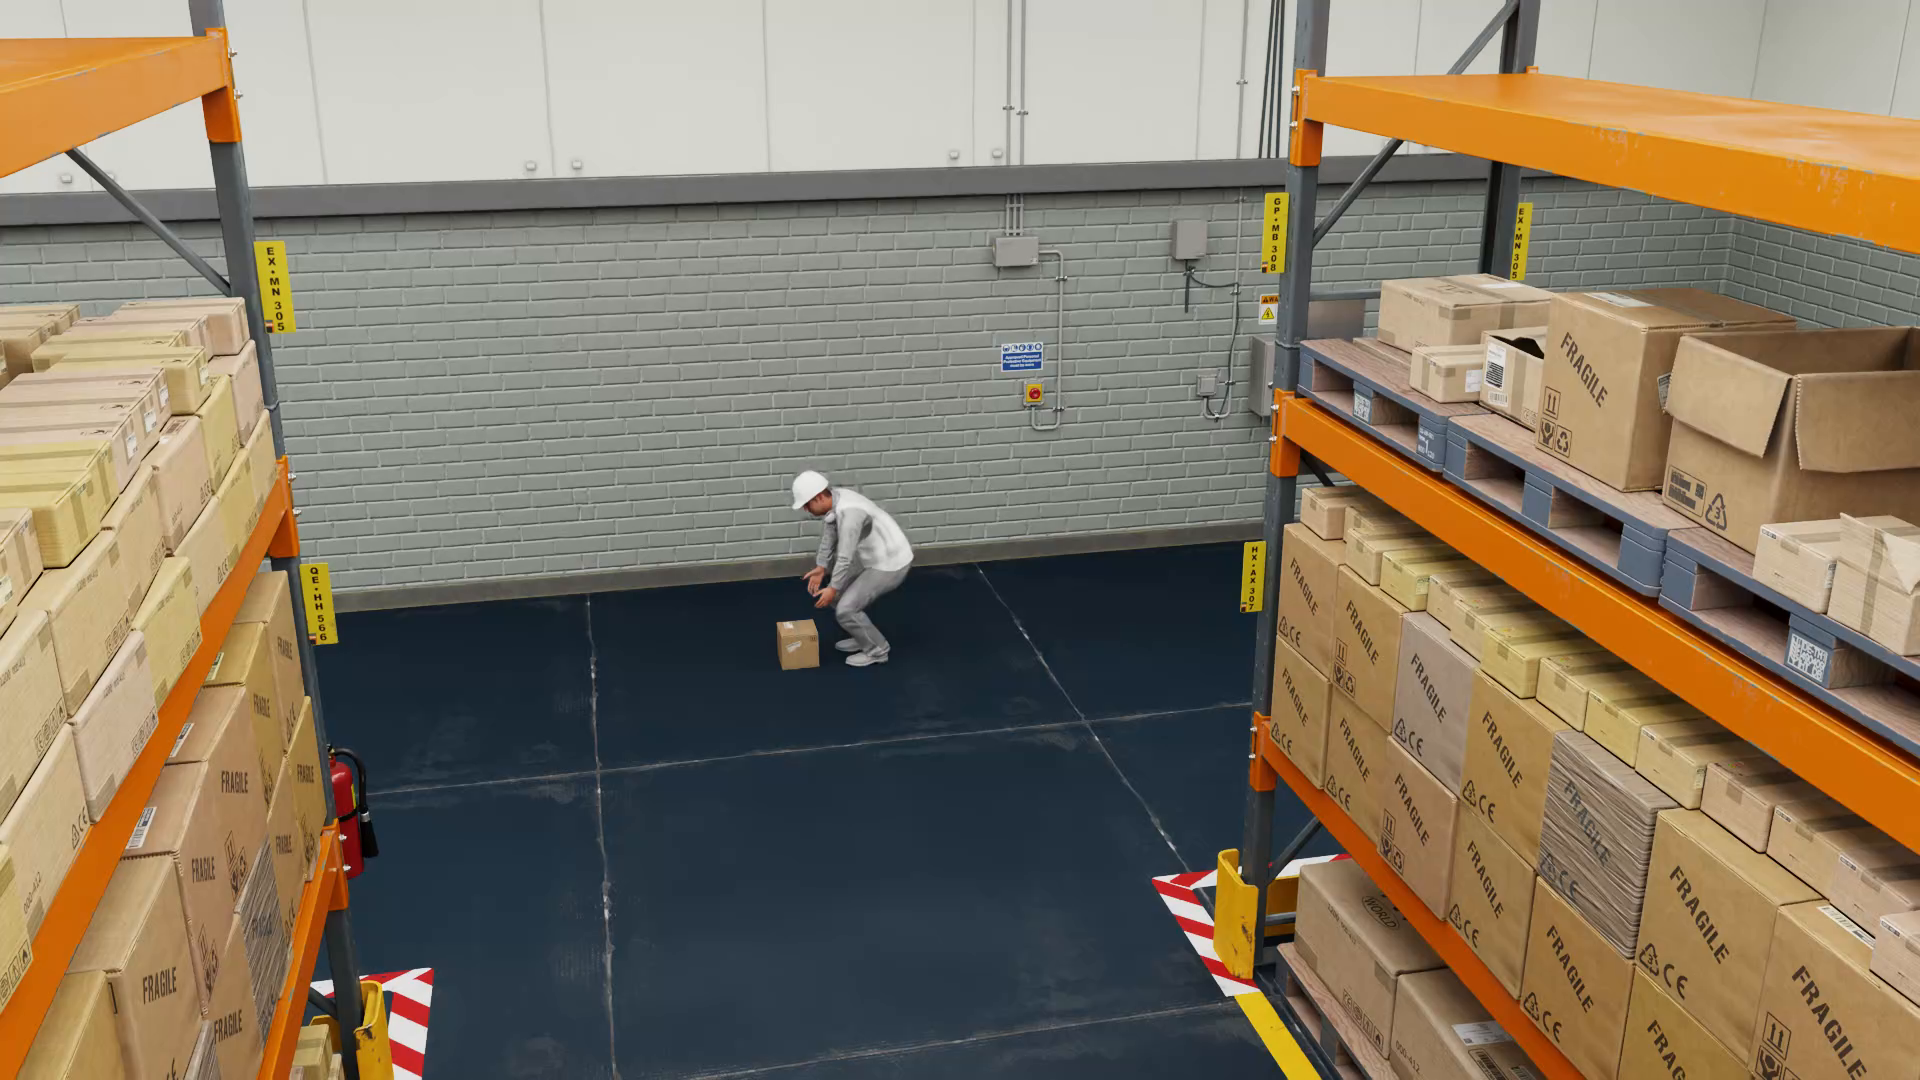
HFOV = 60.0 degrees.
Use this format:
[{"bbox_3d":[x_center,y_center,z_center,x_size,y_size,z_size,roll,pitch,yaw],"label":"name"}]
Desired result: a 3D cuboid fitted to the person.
[{"bbox_3d":[-0.714,0.173,11.167,0.799,1.360,0.589,-4,20,-12],"label":"person"}]
